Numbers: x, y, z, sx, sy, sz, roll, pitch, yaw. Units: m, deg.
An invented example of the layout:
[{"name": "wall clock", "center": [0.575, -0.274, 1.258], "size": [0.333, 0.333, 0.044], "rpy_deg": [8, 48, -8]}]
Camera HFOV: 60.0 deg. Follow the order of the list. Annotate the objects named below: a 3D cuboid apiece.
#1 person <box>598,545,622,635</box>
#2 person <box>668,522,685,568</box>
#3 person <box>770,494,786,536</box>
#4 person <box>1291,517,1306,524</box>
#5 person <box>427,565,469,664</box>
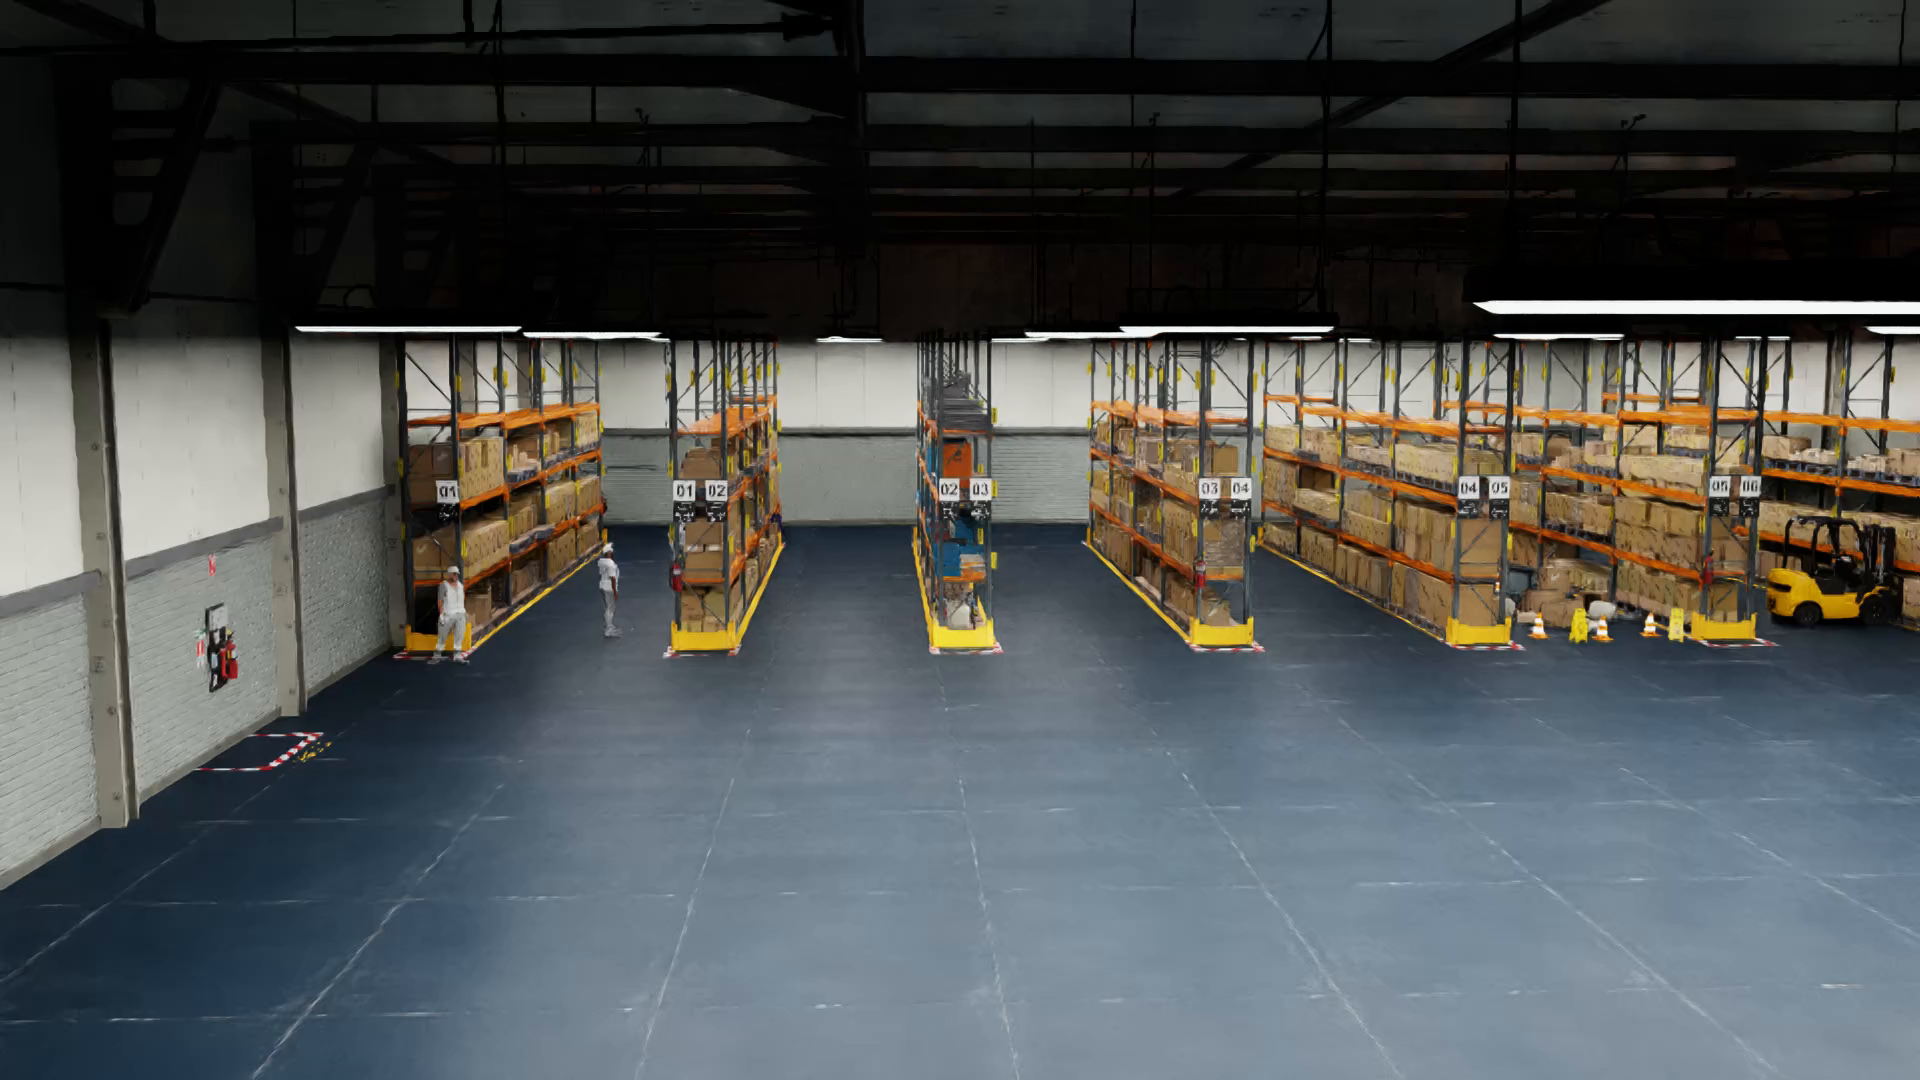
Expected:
[{"name": "person", "center": [-6.873, 0.969, 32.788], "size": [0.452, 1.768, 0.632], "rpy_deg": [-4, 8, -33]}, {"name": "person", "center": [-6.847, 0.115, 40.824], "size": [0.639, 1.627, 0.508], "rpy_deg": [0, 7, -4]}, {"name": "person", "center": [-5.424, -0.858, 49.081], "size": [0.546, 1.621, 0.546], "rpy_deg": [5, 8, 34]}, {"name": "person", "center": [10.180, -0.973, 49.758], "size": [0.560, 1.660, 0.700], "rpy_deg": [5, 8, 36]}, {"name": "person", "center": [-9.188, 1.343, 29.738], "size": [0.473, 1.787, 0.708], "rpy_deg": [7, 9, 44]}]
